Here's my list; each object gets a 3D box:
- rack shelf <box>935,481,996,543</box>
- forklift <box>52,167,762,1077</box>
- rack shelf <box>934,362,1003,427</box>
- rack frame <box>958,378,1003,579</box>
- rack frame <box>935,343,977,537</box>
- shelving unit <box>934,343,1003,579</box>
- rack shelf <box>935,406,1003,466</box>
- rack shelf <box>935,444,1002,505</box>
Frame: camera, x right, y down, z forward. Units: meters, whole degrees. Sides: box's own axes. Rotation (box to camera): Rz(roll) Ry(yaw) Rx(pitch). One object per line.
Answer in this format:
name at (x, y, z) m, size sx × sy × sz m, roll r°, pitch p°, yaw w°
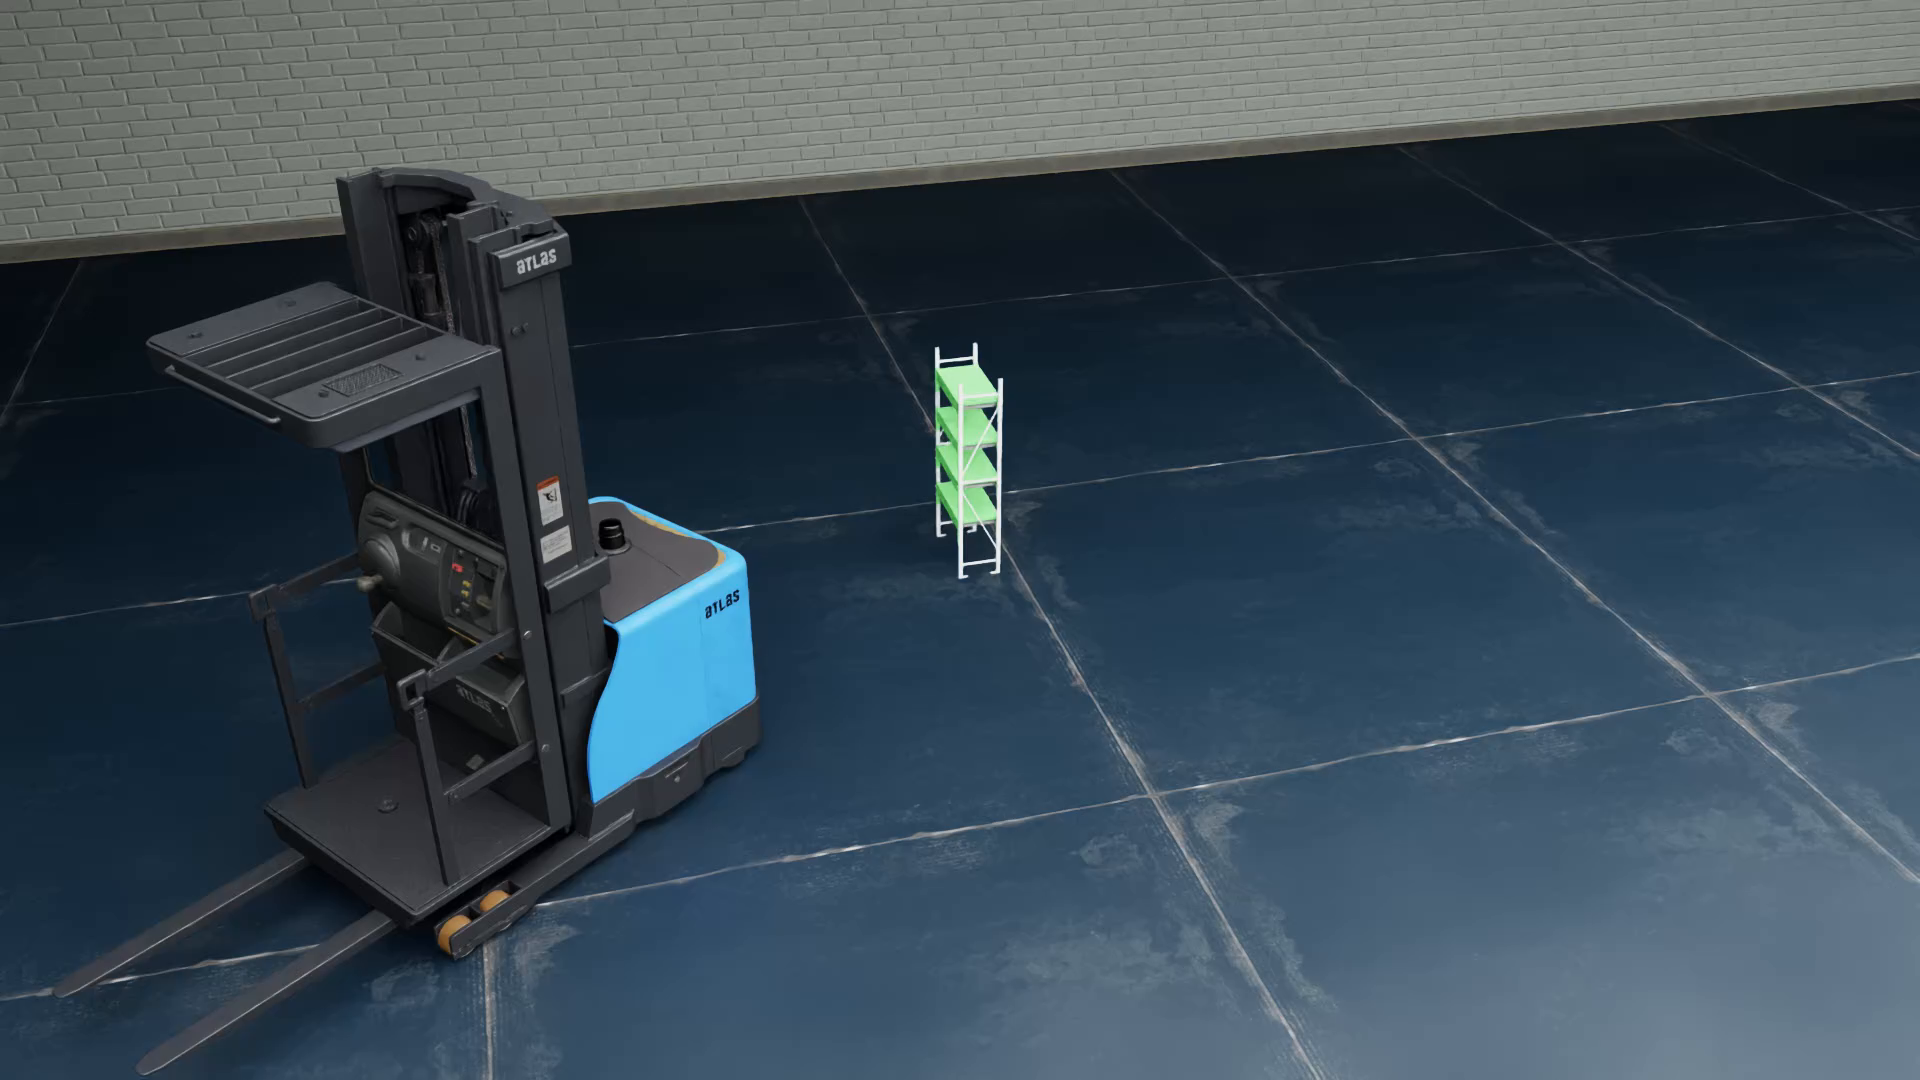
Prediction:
rack shelf at (0.044, -0.176, 9.464) m, size 0.258 × 0.148 × 0.480 m, roll -8°, pitch 31°, yaw -13°
forklift at (-2.259, 0.155, 6.556) m, size 1.130 × 2.935 × 3.031 m, roll 22°, pitch 36°, yaw 33°
rack shelf at (0.044, -0.799, 9.103) m, size 0.258 × 0.148 × 0.480 m, roll -8°, pitch 31°, yaw -13°
rack frame at (0.109, -0.321, 9.108) m, size 0.240 × 1.200 × 0.015 m, roll -8°, pitch 31°, yaw -13°
rack frame at (-0.021, -0.557, 9.515) m, size 0.240 × 1.200 × 0.015 m, roll -8°, pitch 31°, yaw -13°
shelving unit at (0.044, -0.439, 9.311) m, size 0.258 × 1.200 × 0.503 m, roll -8°, pitch 31°, yaw -13°
rack shelf at (0.044, -0.592, 9.223) m, size 0.258 × 0.148 × 0.480 m, roll -8°, pitch 31°, yaw -13°
rack shelf at (0.044, -0.384, 9.343) m, size 0.258 × 0.148 × 0.480 m, roll -8°, pitch 31°, yaw -13°
